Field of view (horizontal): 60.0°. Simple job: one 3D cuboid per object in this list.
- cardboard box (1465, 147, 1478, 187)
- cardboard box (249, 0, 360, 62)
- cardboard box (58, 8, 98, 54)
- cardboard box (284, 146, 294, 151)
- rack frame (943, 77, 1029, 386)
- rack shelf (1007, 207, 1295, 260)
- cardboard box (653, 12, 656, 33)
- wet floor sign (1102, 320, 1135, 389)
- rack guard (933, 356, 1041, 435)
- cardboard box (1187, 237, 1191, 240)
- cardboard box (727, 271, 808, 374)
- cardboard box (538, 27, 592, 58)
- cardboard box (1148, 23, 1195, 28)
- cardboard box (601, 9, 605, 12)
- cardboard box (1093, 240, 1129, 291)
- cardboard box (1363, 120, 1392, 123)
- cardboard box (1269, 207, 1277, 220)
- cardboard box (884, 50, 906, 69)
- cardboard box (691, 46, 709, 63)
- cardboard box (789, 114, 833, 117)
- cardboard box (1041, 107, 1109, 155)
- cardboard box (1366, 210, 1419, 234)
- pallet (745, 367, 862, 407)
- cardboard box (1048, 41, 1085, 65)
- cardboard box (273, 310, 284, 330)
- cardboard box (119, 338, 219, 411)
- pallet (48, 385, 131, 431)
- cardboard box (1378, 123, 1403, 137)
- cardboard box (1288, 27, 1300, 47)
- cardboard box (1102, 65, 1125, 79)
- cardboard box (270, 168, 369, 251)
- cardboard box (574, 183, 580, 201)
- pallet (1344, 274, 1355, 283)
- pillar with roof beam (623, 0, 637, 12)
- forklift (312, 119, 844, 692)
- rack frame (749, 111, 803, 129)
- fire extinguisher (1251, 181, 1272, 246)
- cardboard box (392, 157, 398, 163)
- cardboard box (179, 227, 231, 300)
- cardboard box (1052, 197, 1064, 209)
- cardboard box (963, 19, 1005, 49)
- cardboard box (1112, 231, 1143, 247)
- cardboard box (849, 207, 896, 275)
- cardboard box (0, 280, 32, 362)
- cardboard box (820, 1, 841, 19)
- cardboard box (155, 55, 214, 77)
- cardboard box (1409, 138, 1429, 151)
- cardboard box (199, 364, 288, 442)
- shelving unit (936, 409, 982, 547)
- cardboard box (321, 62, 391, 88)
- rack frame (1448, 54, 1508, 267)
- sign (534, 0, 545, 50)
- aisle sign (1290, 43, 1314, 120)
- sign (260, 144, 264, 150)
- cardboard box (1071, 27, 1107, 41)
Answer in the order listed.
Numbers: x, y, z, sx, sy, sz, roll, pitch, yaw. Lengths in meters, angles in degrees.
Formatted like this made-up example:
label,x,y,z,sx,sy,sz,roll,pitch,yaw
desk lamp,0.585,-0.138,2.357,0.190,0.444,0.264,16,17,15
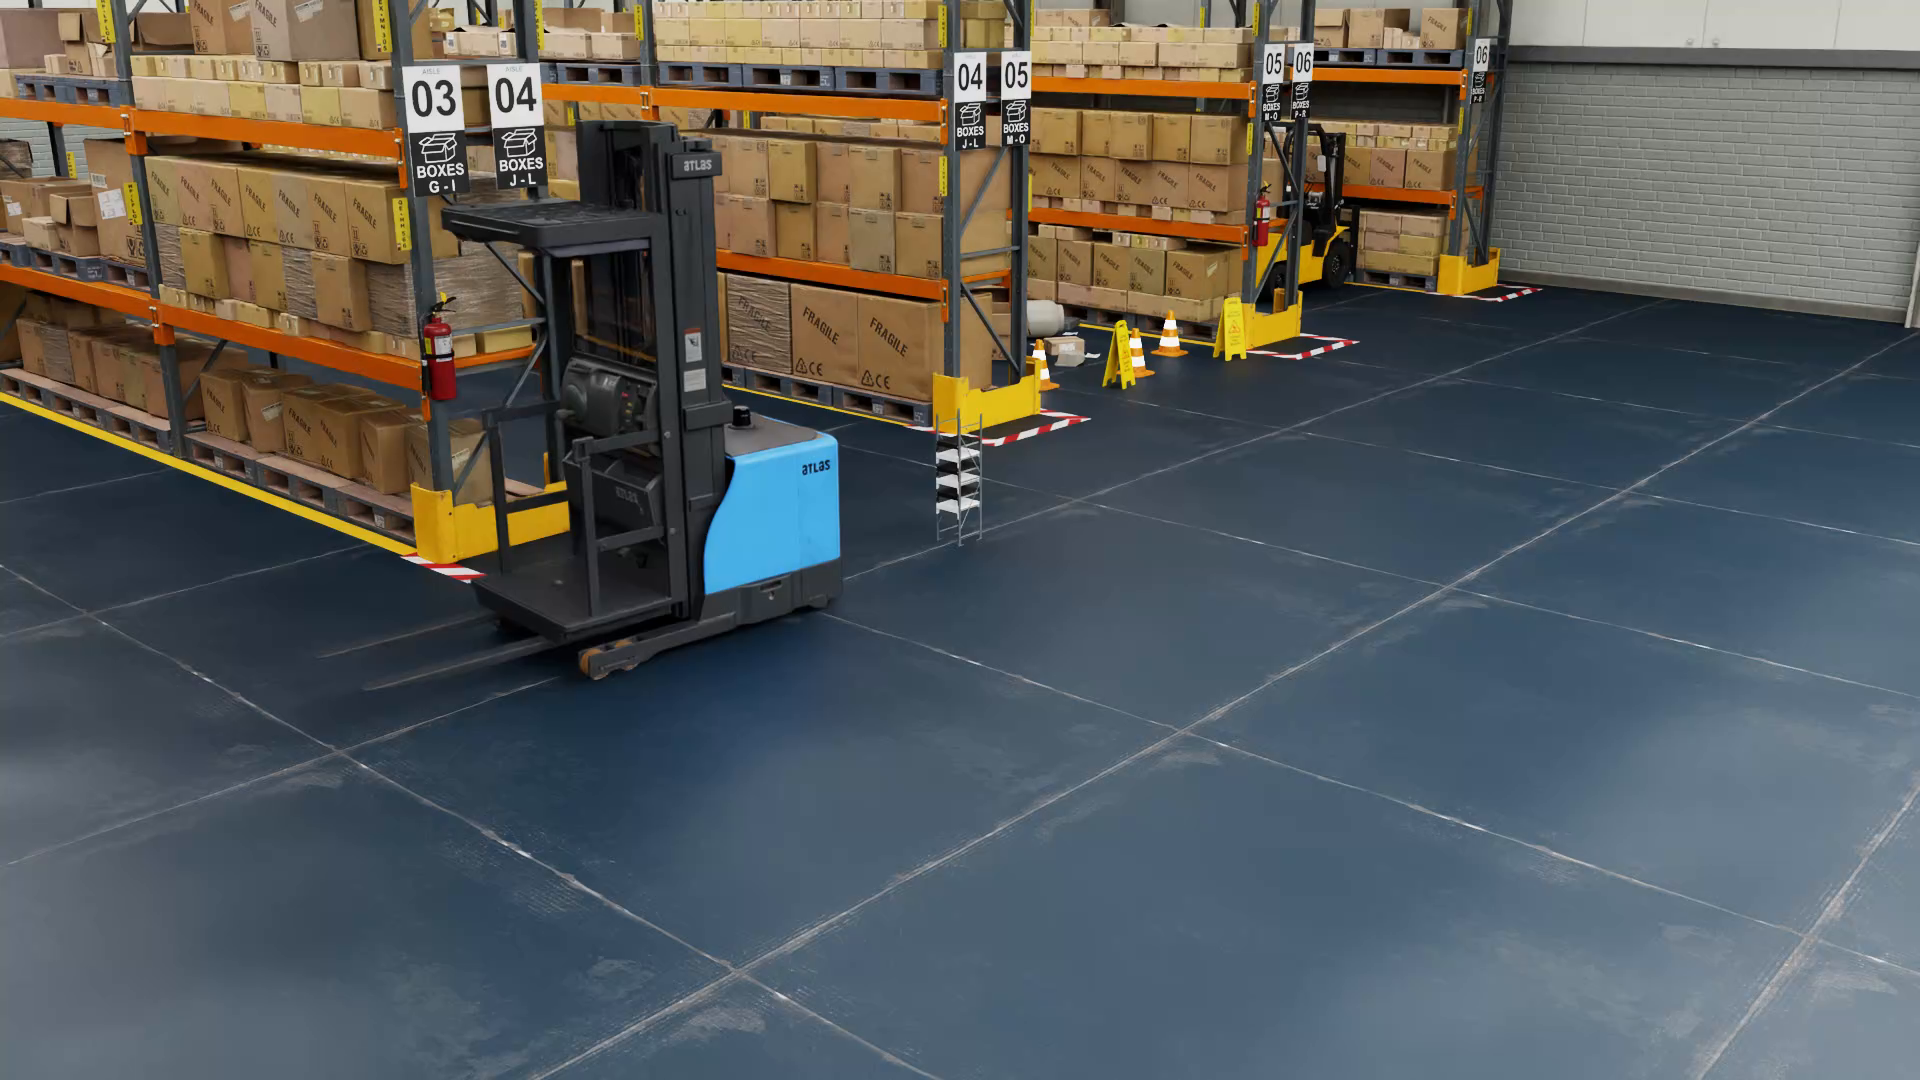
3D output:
label,x,y,z,sx,sy,sz,roll,pitch,yaw
cardboard box,6.548,-4.987,22.200,0.500,0.500,0.500,16,24,41
cardboard box,-4.463,-3.522,11.309,0.500,0.500,0.500,15,23,39
cardboard box,-7.845,-4.490,14.851,0.500,0.500,0.500,16,23,40
cardboard box,-8.351,-4.996,21.133,0.250,0.149,0.380,15,23,40
rack frame,0.232,-2.513,14.570,0.127,3.000,1.000,15,23,39
rack shelf,1.947,-3.712,19.537,4.000,0.370,1.077,15,23,39
cardboard box,-4.052,-7.225,23.600,0.500,0.500,0.500,15,23,40
wet floor sign,1.568,-1.833,16.319,0.232,0.644,0.267,11,20,30
rack guard,0.250,-1.316,14.933,0.348,0.500,1.175,15,23,39
cardboard box,3.345,-4.750,24.852,0.625,0.625,0.875,16,24,42
cardboard box,-1.659,-2.181,16.343,0.875,0.875,0.875,15,23,40
cardboard box,-4.216,-5.253,17.534,0.500,0.311,0.500,14,22,37
cardboard box,3.040,-7.305,24.000,0.500,0.311,0.500,14,22,38
cardboard box,-5.833,-7.953,25.729,0.500,0.500,0.500,16,23,40
cardboard box,1.905,-3.209,19.375,0.500,0.500,0.500,14,23,38
cardboard box,5.725,-5.676,22.809,0.250,0.149,0.380,14,23,38
cardboard box,3.326,-3.648,18.563,0.250,0.149,0.380,15,23,39
cardboard box,-0.429,-4.111,14.204,0.250,0.149,0.380,15,23,40
cardboard box,-2.332,-4.622,15.812,0.250,0.149,0.380,15,23,39
cardboard box,-2.017,-5.620,23.011,0.500,0.500,0.500,14,22,38
cardboard box,1.361,-4.770,19.374,0.500,0.500,0.700,14,23,38
cardboard box,5.797,-4.266,22.293,0.500,0.250,0.500,16,23,40
pallet,-1.326,-1.571,16.214,1.213,0.211,1.003,15,23,39
cardboard box,1.356,-5.601,19.098,0.500,0.250,0.500,15,23,40
cardboard box,-4.818,-1.645,12.251,0.250,0.149,0.380,15,23,39
cardboard box,-6.916,-1.460,14.659,0.500,0.500,0.700,15,23,39
pallet,-7.627,-1.286,15.314,1.213,0.211,1.003,15,23,39
cardboard box,5.771,-5.455,22.113,0.250,0.149,0.380,15,23,40
cardboard box,4.651,-6.827,22.567,0.258,0.266,0.396,14,23,38
cardboard box,1.812,-5.269,18.713,0.250,0.149,0.380,15,23,39
cardboard box,-4.461,-2.331,11.689,0.500,0.500,0.500,15,23,39
cardboard box,-3.705,-3.509,17.545,0.500,0.500,0.500,15,23,39
pallet,5.226,-3.837,23.352,1.213,0.211,1.003,15,23,39
pillar with roof beam,-9.509,-10.620,30.198,0.400,9.000,9.100,15,23,39
forklift,-2.146,-0.804,9.301,3.031,2.935,1.130,-16,23,-41
rack frame,-2.541,-5.259,23.224,0.127,3.000,1.000,15,23,39
fire extinguisher,3.222,-3.489,17.774,0.183,0.674,0.296,15,23,39
cardboard box,-6.422,-4.478,19.499,0.250,0.149,0.380,14,22,37
cardboard box,-5.481,-2.191,12.898,0.500,0.500,0.875,15,23,39
cardboard box,1.298,-4.011,19.707,0.250,0.149,0.380,15,23,39
cardboard box,0.042,-4.415,14.504,0.500,0.250,0.500,15,23,39
cardboard box,1.969,-3.474,19.138,0.250,0.149,0.380,16,24,42
cardboard box,-0.501,-2.754,15.082,0.550,0.550,0.875,15,23,39
cardboard box,-9.621,-2.348,16.869,0.875,0.875,1.225,14,22,37
cardboard box,-1.003,-4.645,14.569,0.250,0.149,0.380,15,23,39
cardboard box,-5.844,-3.589,12.592,0.250,0.149,0.380,14,22,37
cardboard box,6.078,-5.184,21.751,0.250,0.149,0.380,16,23,40
cardboard box,-5.855,-1.133,13.662,0.500,0.500,0.500,14,22,38
shelving unit,-0.006,-0.431,11.481,0.210,0.900,0.258,15,23,39
cardboard box,-3.944,-3.053,10.903,0.250,0.149,0.380,14,22,37
rack frame,6.734,-4.777,21.704,0.127,3.000,1.000,15,23,39
sign,-2.775,-3.380,10.899,0.005,0.325,0.100,15,23,39
aisle sign,3.695,-4.950,17.951,0.004,0.787,0.394,15,23,39
sign,-9.097,-5.210,21.639,0.005,0.325,0.100,15,23,39
cardboard box,1.480,-5.760,18.940,0.250,0.149,0.380,15,23,38
